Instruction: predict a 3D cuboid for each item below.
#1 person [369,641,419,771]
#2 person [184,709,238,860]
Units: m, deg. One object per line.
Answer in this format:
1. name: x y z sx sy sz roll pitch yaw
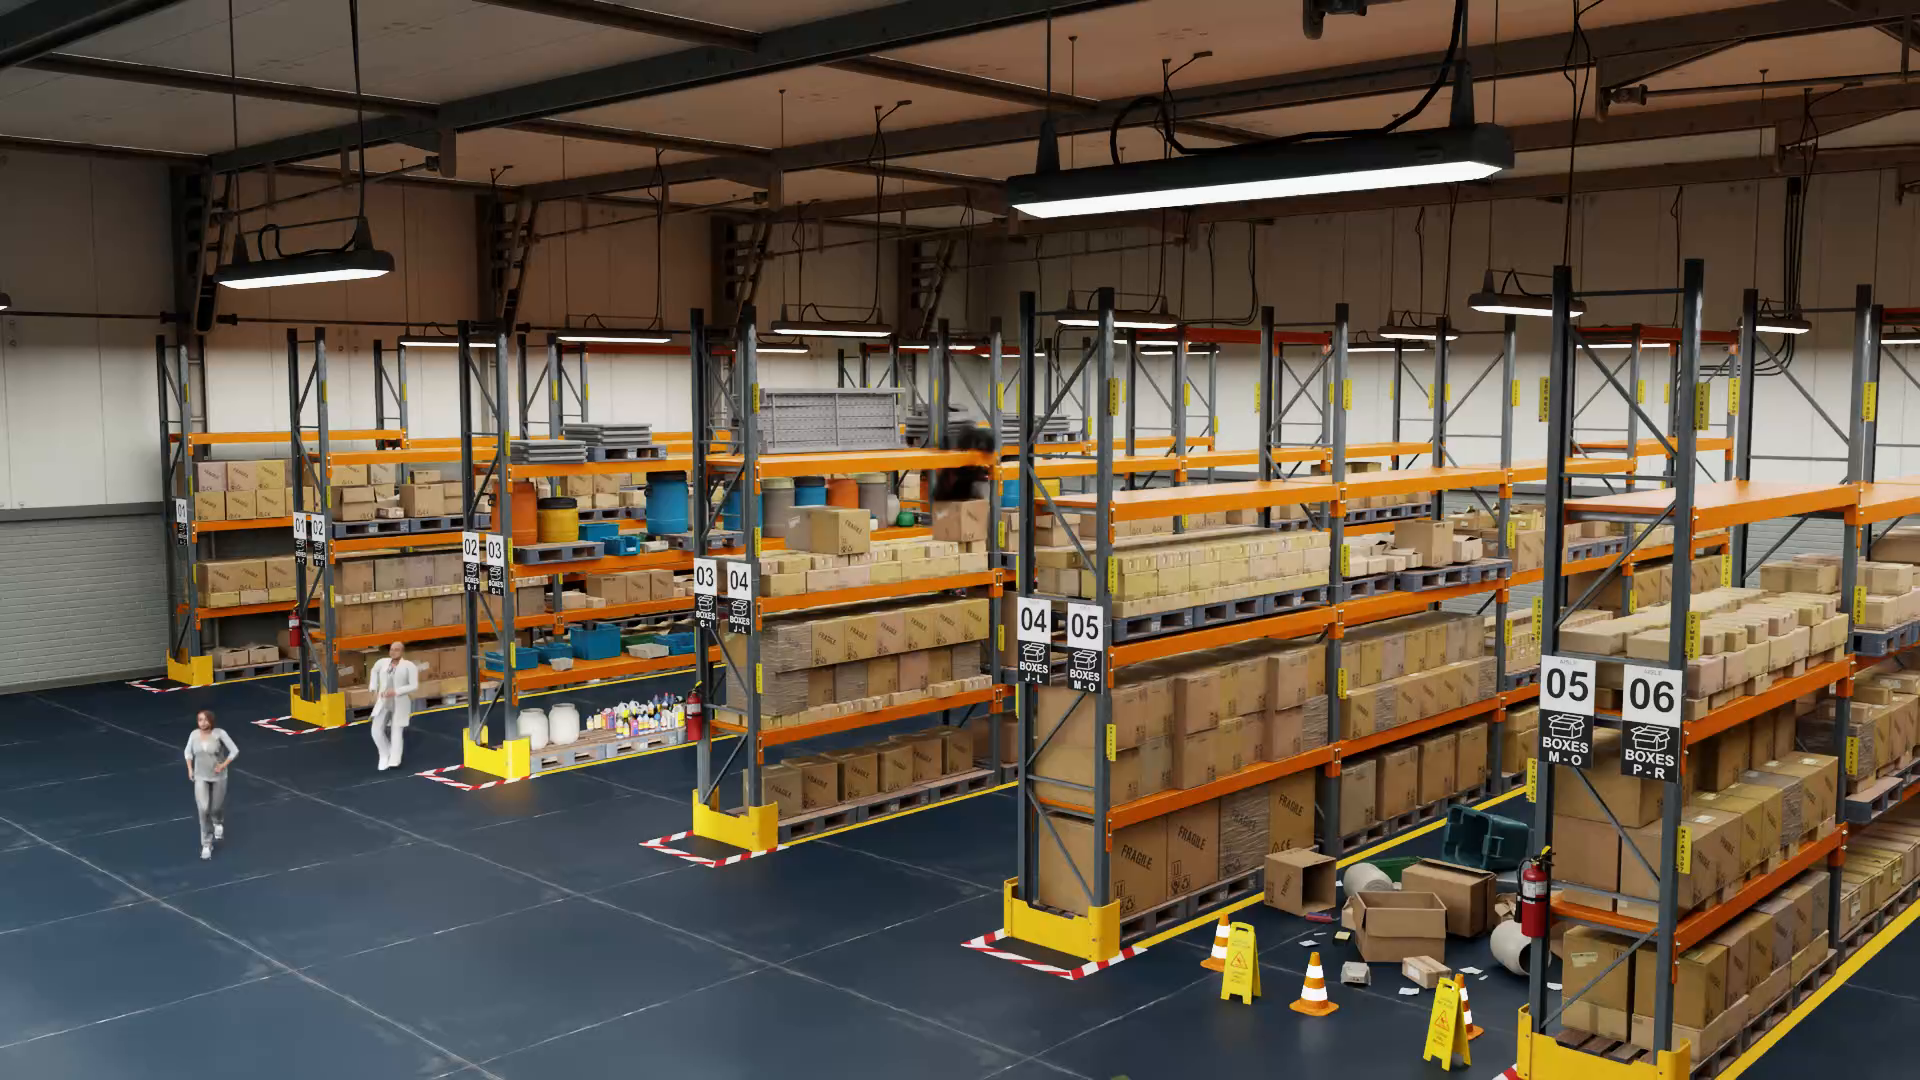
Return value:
1. person: -7.554 2.211 22.180 0.717 1.731 0.682 0 5 -2
2. person: -8.259 2.656 18.374 0.564 1.628 0.717 -1 6 -14
